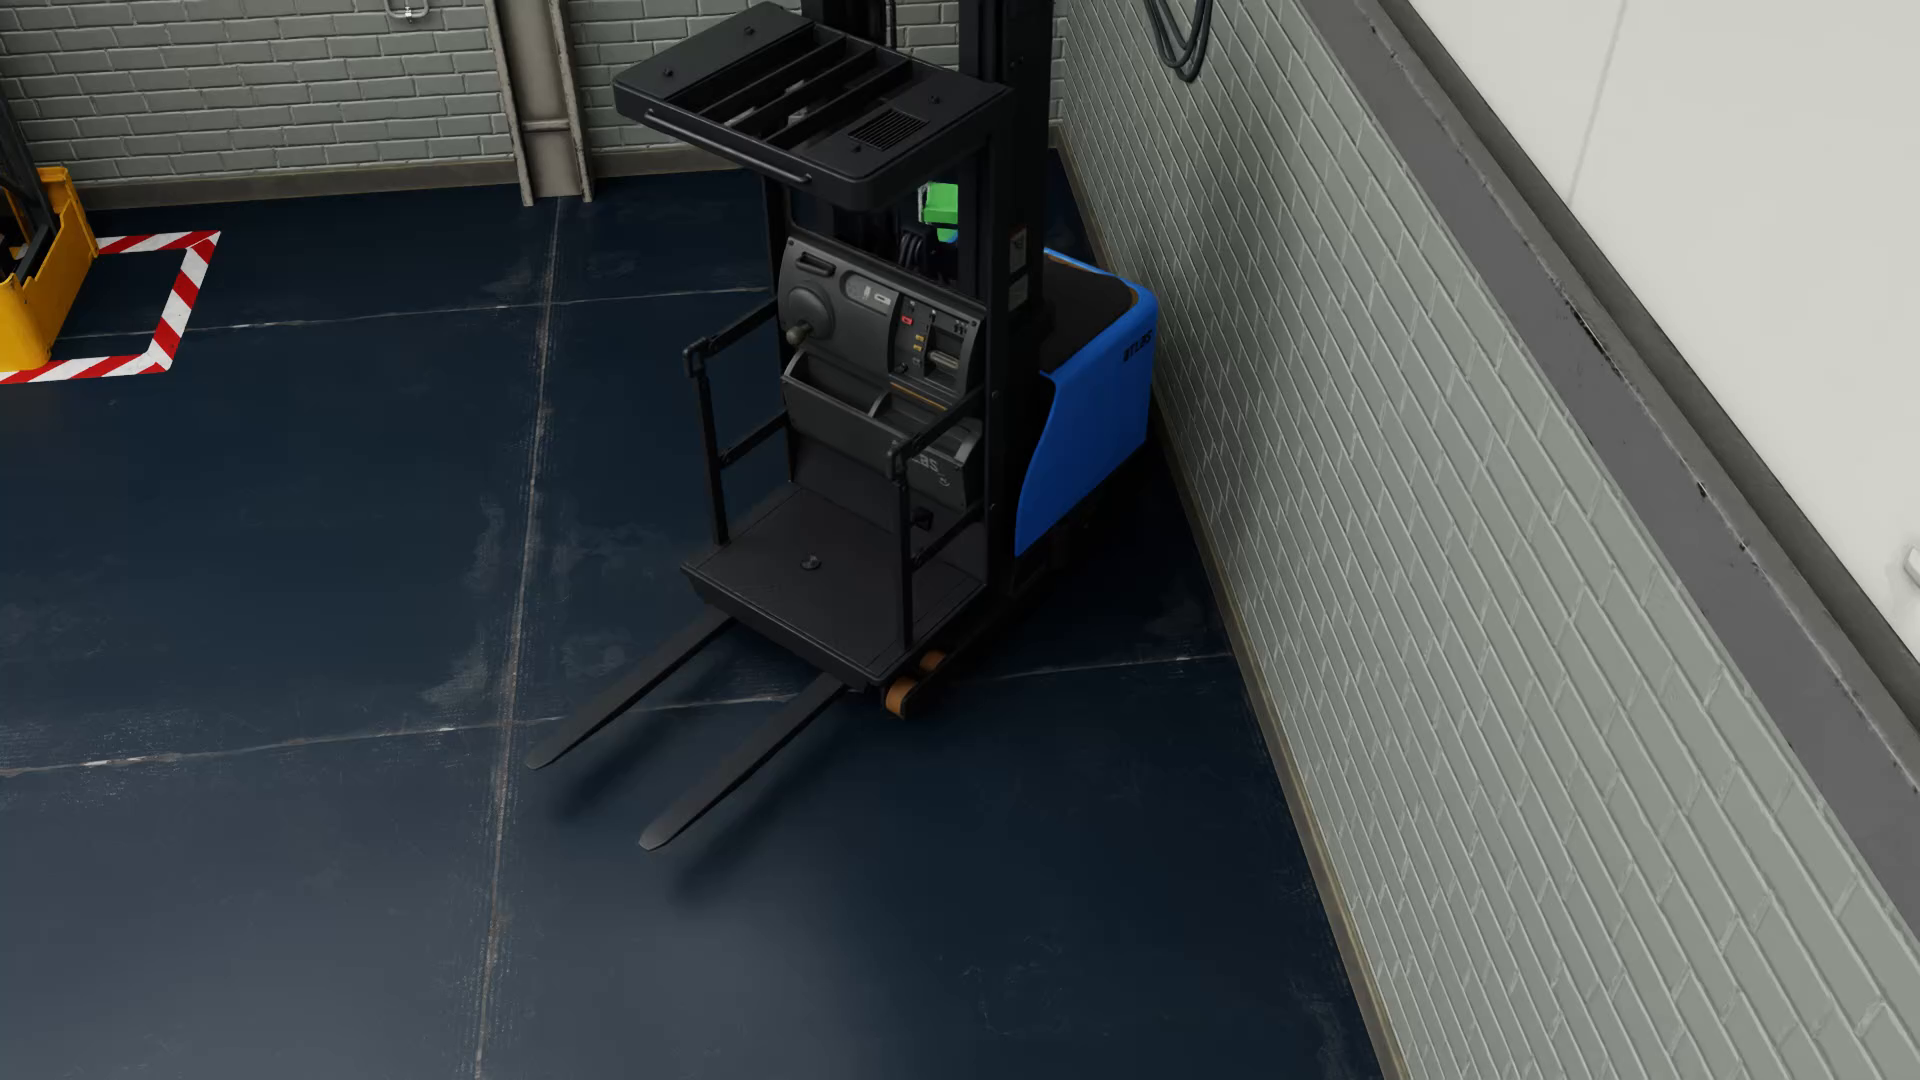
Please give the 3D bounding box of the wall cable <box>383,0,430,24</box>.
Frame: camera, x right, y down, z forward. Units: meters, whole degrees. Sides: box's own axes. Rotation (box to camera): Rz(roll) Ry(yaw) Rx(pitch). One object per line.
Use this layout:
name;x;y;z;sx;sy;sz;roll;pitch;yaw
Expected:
wall cable;-3.760;-3.468;8.312;1.851;1.984;0.084;-5;42;-6

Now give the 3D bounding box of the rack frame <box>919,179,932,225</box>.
rack frame;-0.157;-1.219;7.920;0.015;1.200;0.240;6;42;7

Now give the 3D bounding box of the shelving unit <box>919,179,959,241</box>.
shelving unit;0.084;-1.194;7.892;0.503;1.200;0.258;6;42;7

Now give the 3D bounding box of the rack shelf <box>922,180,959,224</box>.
rack shelf;0.084;-1.503;7.614;0.480;0.148;0.258;6;42;7

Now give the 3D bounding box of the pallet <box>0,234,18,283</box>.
pallet;-5.690;-1.195;8.632;1.213;0.211;1.003;-5;42;-6

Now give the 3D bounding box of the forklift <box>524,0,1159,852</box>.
forklift;-0.442;-0.754;6.113;1.130;2.935;3.031;27;49;27

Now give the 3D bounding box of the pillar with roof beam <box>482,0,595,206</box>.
pillar with roof beam;-1.784;-2.529;3.551;0.400;9.000;9.100;-5;42;-6

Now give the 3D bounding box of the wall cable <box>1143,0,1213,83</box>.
wall cable;0.747;-3.680;7.145;0.112;2.526;3.097;-5;42;-6

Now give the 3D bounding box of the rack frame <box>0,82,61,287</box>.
rack frame;-4.907;-2.352;7.833;0.127;3.000;1.000;-5;42;-6

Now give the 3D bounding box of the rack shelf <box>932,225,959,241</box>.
rack shelf;0.084;-1.325;7.774;0.480;0.148;0.258;6;42;7

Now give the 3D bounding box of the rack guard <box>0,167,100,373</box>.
rack guard;-4.884;-1.426;8.672;0.348;0.500;1.175;-5;42;-6
